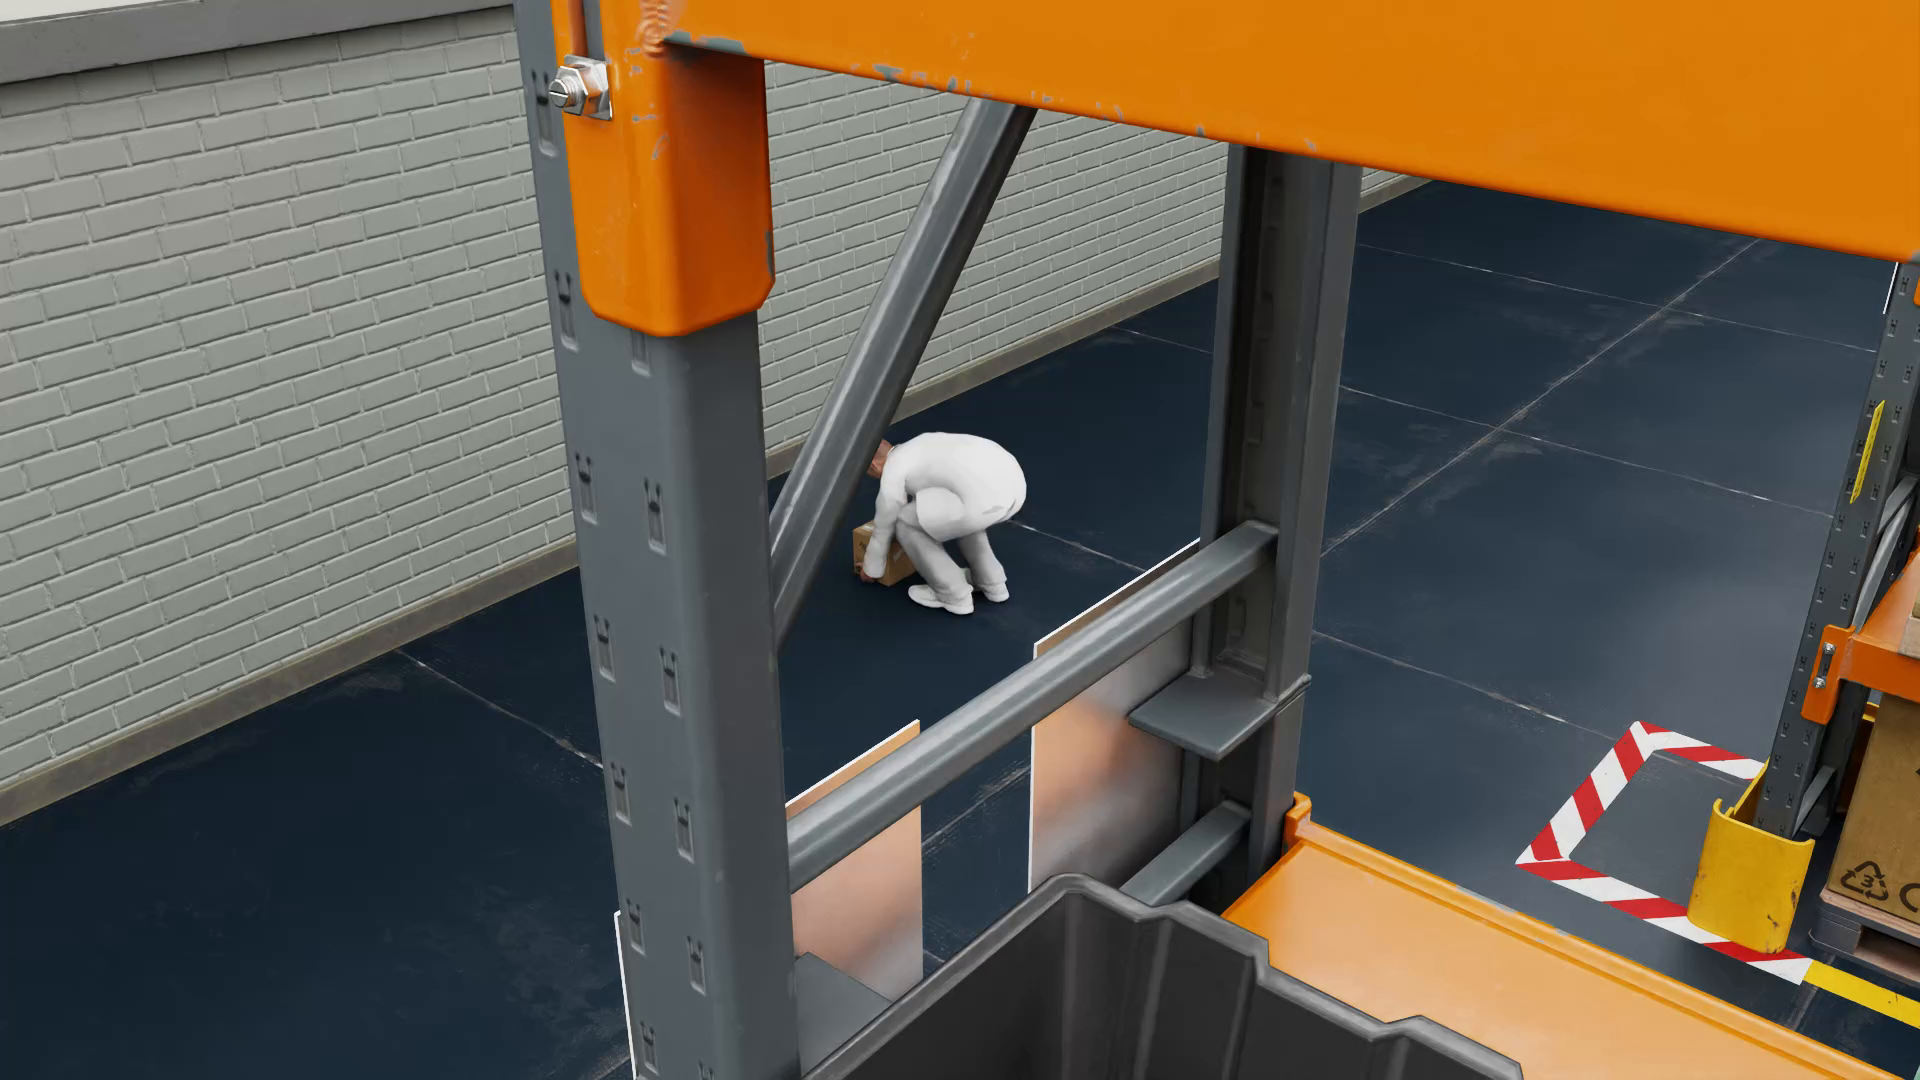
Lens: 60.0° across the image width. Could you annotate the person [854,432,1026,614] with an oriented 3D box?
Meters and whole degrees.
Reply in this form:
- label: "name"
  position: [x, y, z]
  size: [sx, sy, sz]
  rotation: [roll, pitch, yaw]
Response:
- label: "person"
  position: [-0.106, -0.122, 8.380]
  size: [0.952, 0.898, 0.585]
  rotation: [19, 33, 33]
